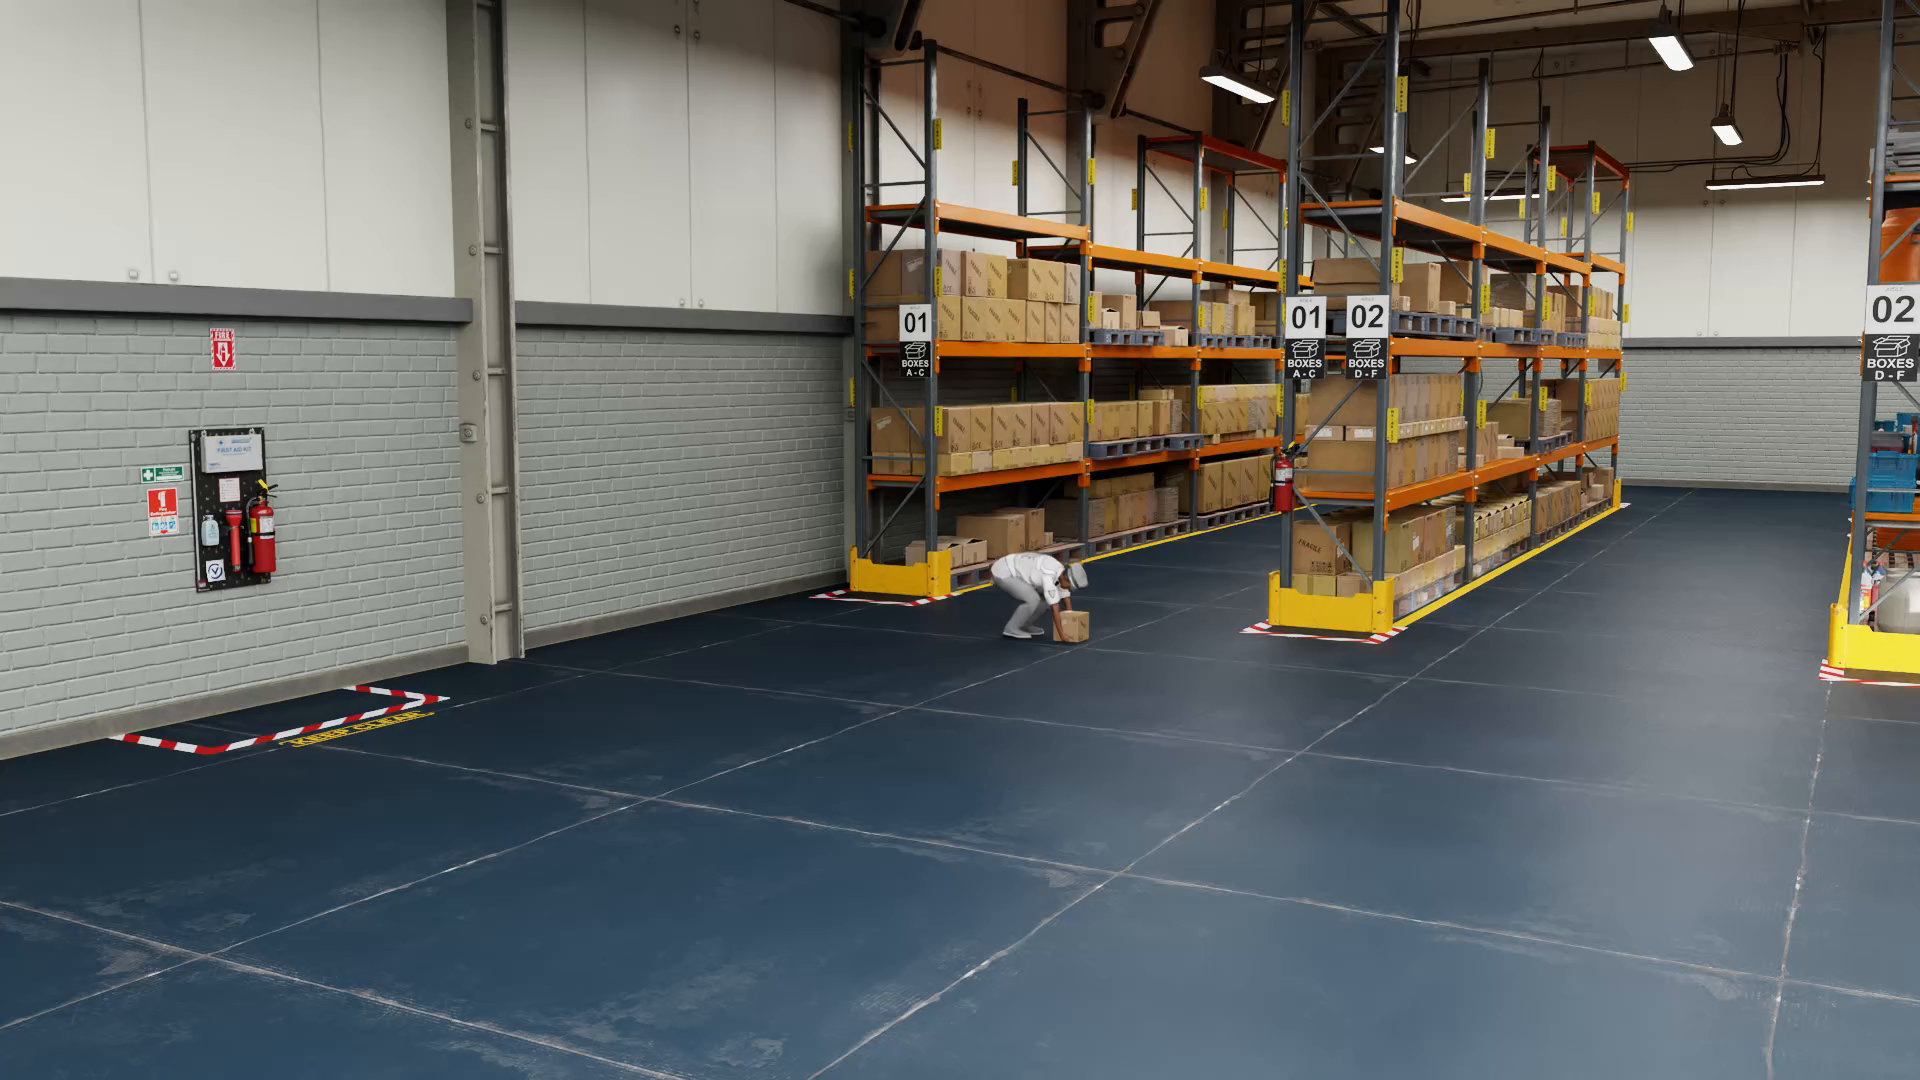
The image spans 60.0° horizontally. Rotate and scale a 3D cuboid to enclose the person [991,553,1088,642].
[{"bbox_3d":[0.748,0.533,15.598,0.922,0.812,0.469,3,7,27],"label":"person"}]
